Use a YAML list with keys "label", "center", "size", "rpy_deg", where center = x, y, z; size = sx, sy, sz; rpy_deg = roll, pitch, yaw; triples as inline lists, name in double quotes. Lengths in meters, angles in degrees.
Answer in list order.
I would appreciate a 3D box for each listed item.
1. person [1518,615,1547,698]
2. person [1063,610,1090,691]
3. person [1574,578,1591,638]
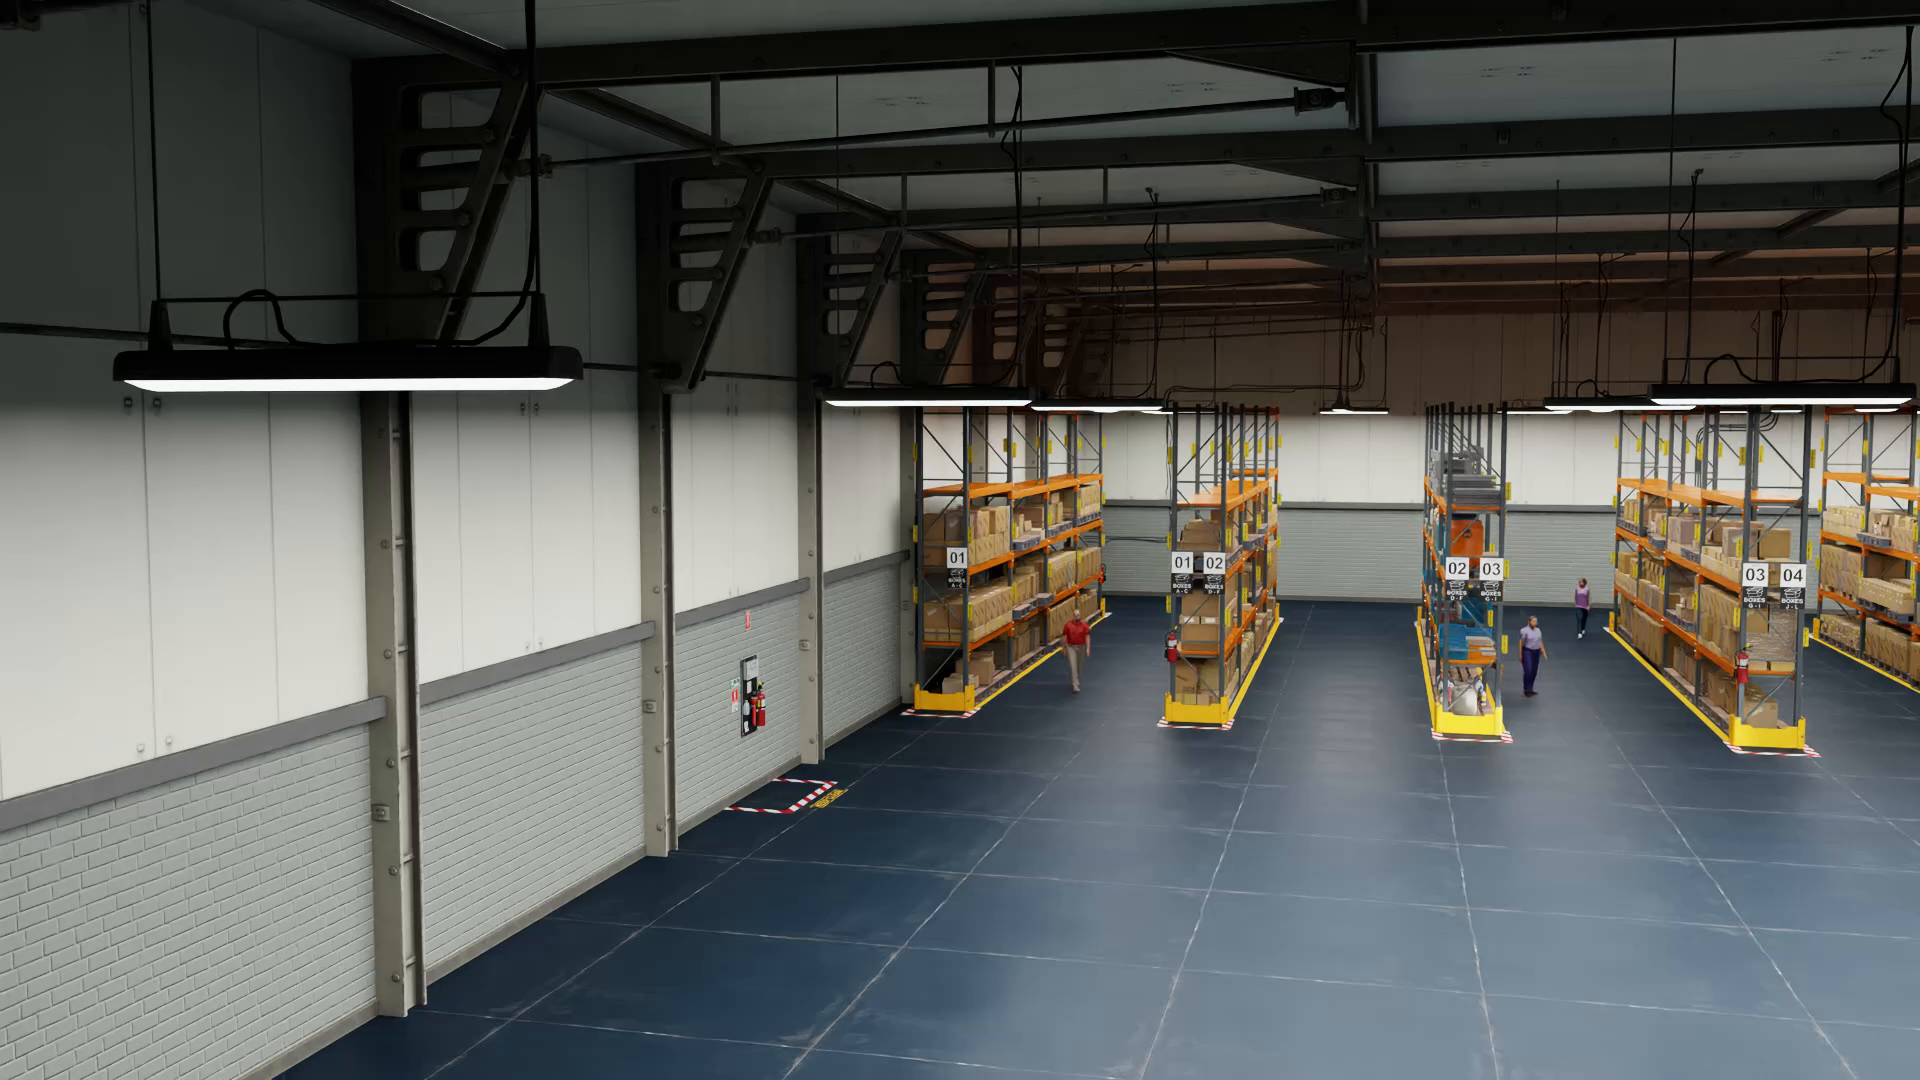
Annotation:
- label: "person"
  center: [11.752, 2.422, 34.167]
  size: [0.531, 1.715, 0.443]
  rpy_deg: [-2, 5, -21]
- label: "person"
  center: [2.451, 2.289, 34.892]
  size: [0.535, 1.653, 1.125]
  rpy_deg: [-1, 4, -12]
- label: "person"
  center: [16.148, 1.744, 43.123]
  size: [0.399, 1.540, 0.972]
  rpy_deg: [1, 4, 14]
